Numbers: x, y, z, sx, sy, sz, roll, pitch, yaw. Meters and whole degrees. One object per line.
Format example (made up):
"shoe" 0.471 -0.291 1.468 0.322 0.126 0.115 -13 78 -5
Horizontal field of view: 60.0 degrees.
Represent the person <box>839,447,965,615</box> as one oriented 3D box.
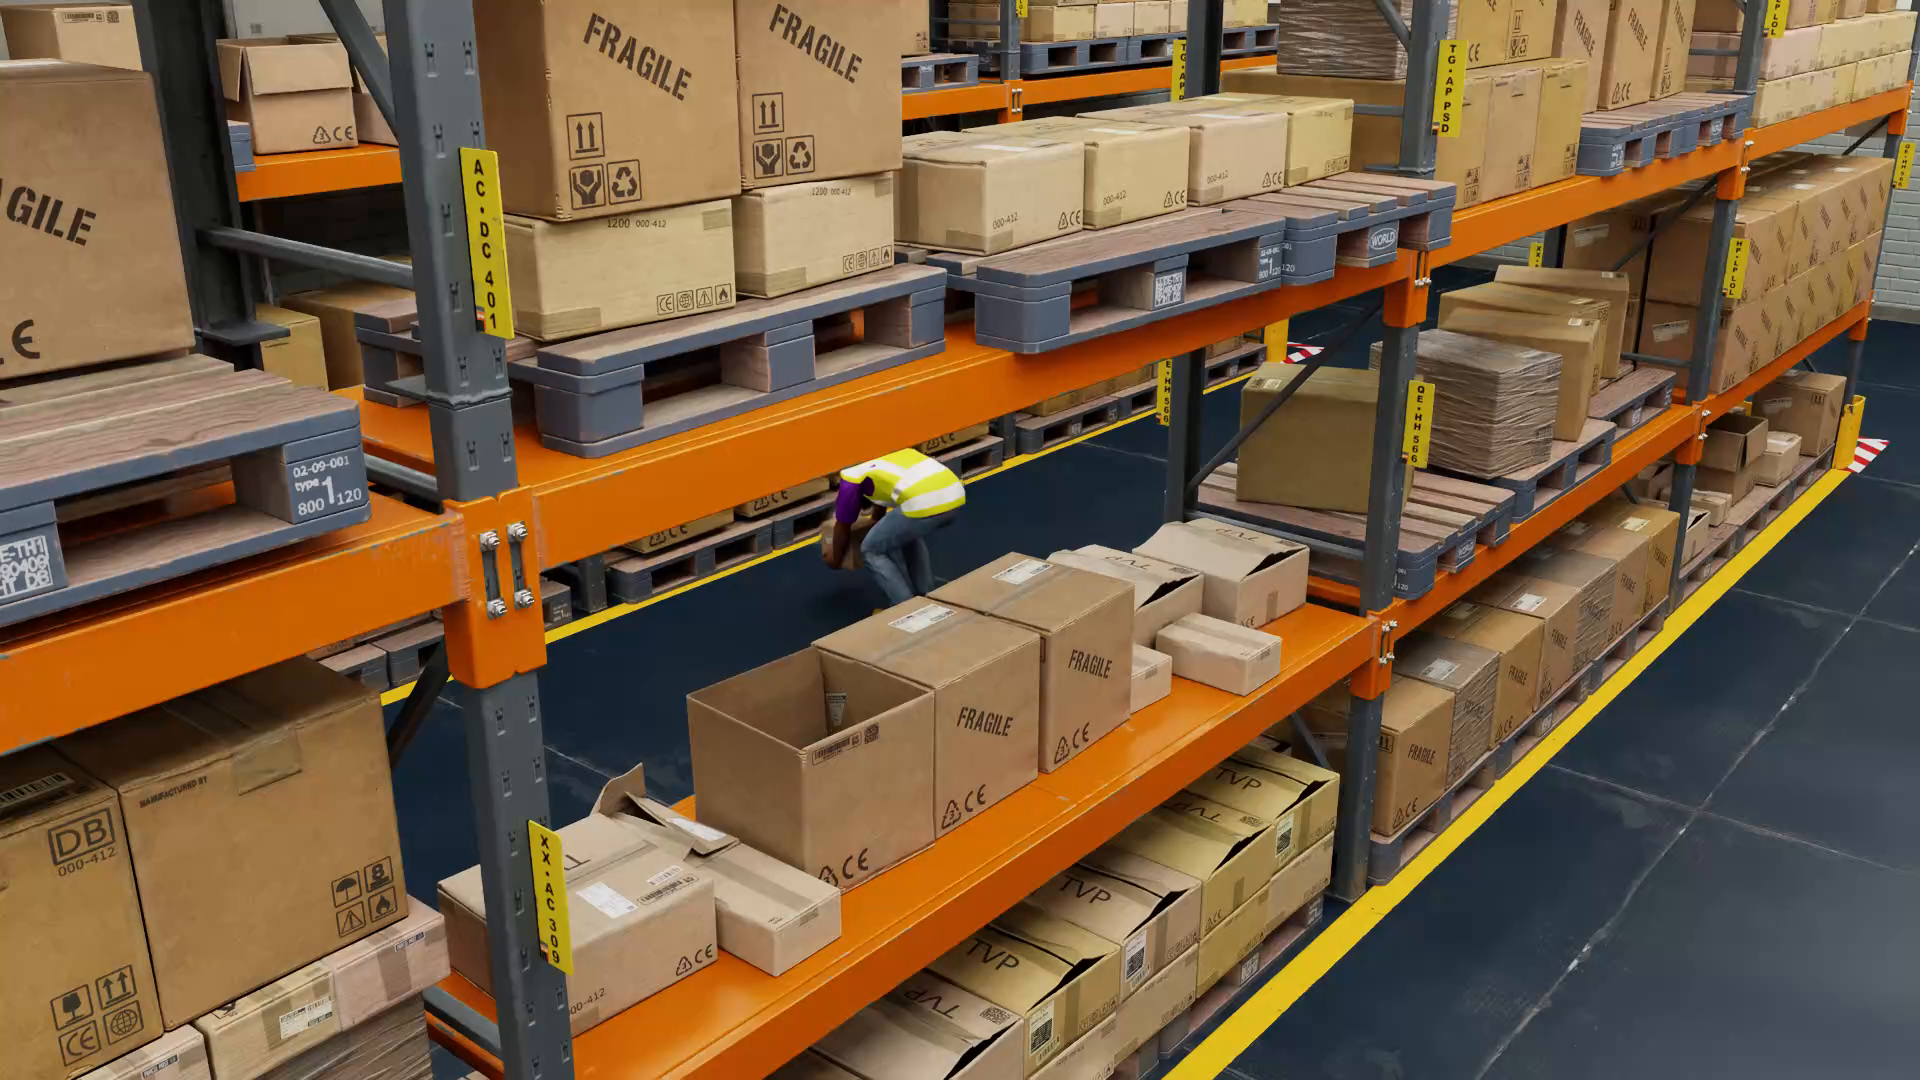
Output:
"person" 3.502 2.048 0.851 17.629 3.195 10.447 14 24 34
